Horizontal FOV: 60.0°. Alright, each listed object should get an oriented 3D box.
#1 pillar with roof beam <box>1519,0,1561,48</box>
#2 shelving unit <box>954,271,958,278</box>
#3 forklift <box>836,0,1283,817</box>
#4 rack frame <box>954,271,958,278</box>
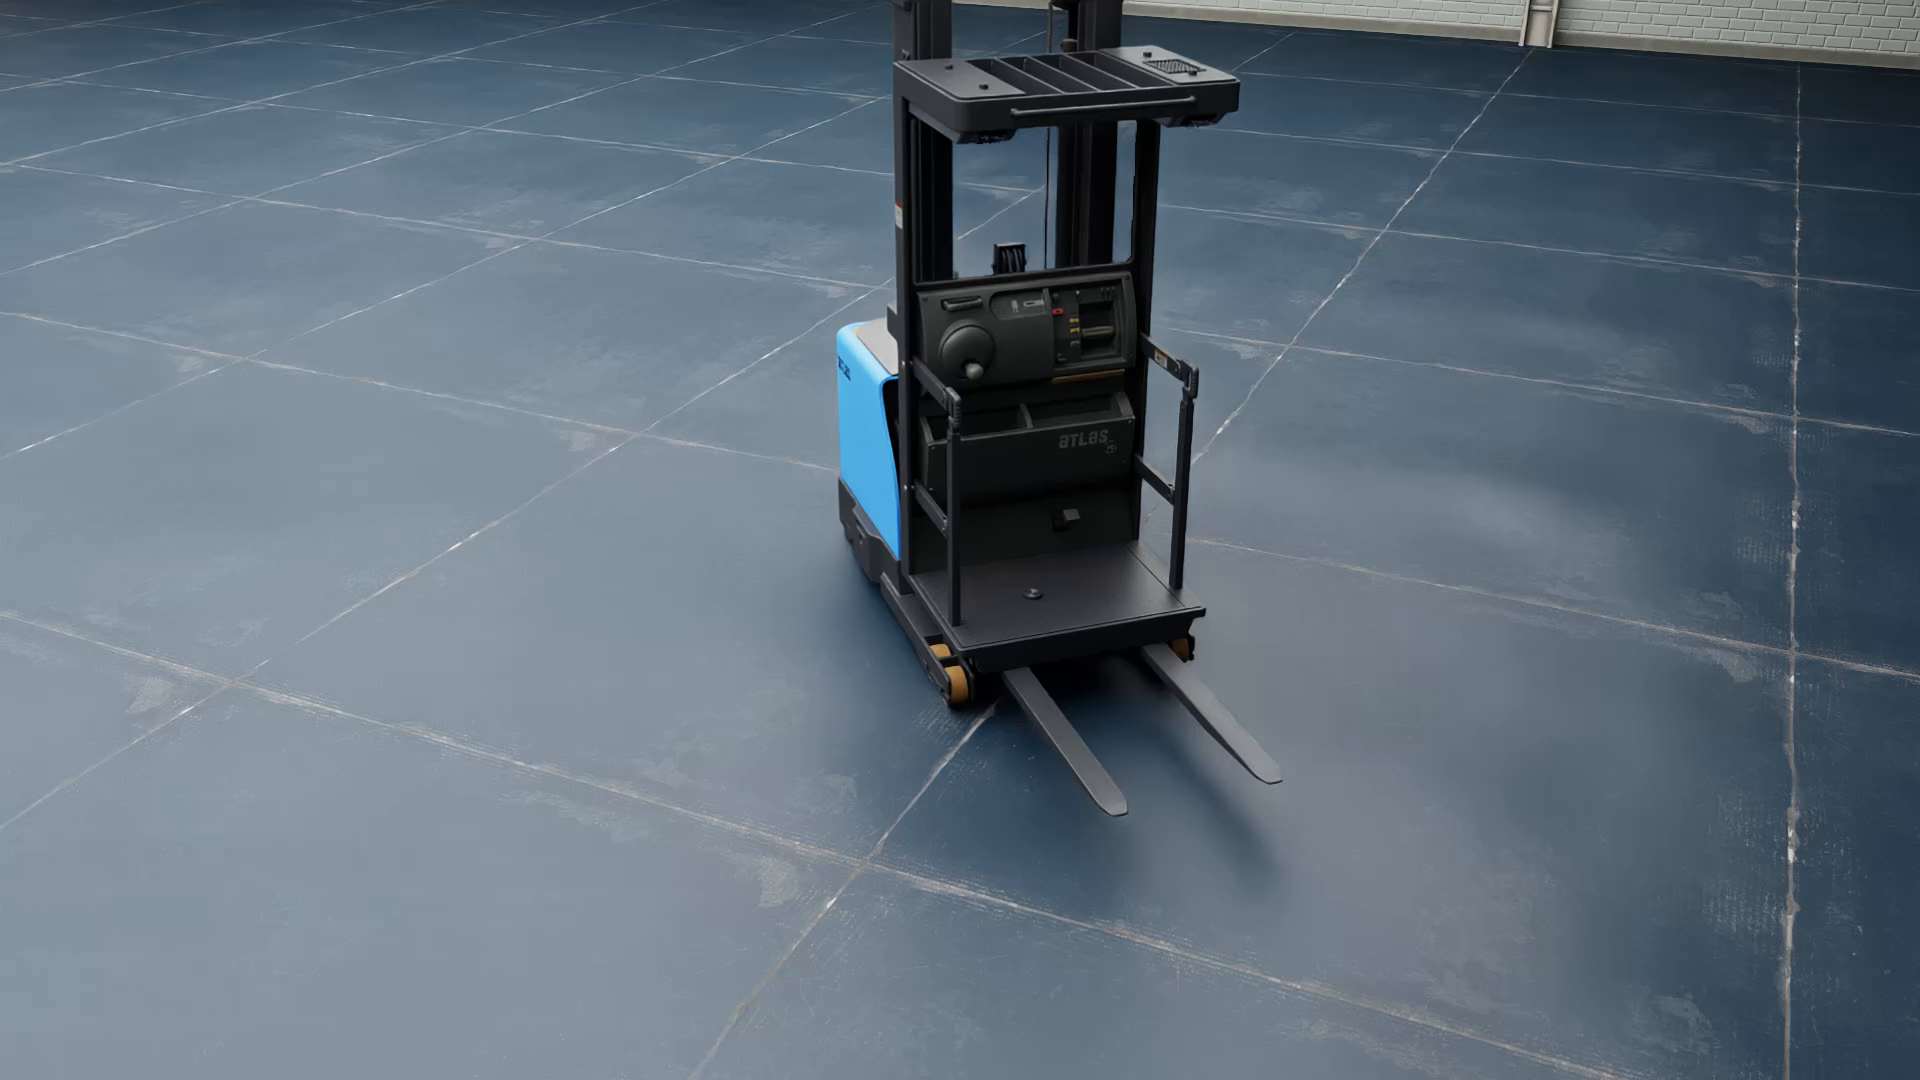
[{"bbox_3d":[5.459,-8.524,15.375,0.400,9.000,9.100,11,28,22],"label":"pillar with roof beam"},{"bbox_3d":[-0.095,-0.741,8.397,0.258,1.200,0.189,-9,27,-17],"label":"shelving unit"},{"bbox_3d":[0.357,-0.833,6.624,1.130,2.935,3.031,-9,27,-17],"label":"forklift"},{"bbox_3d":[-0.125,-0.779,8.475,0.240,1.200,0.006,-9,27,-17],"label":"rack frame"}]
